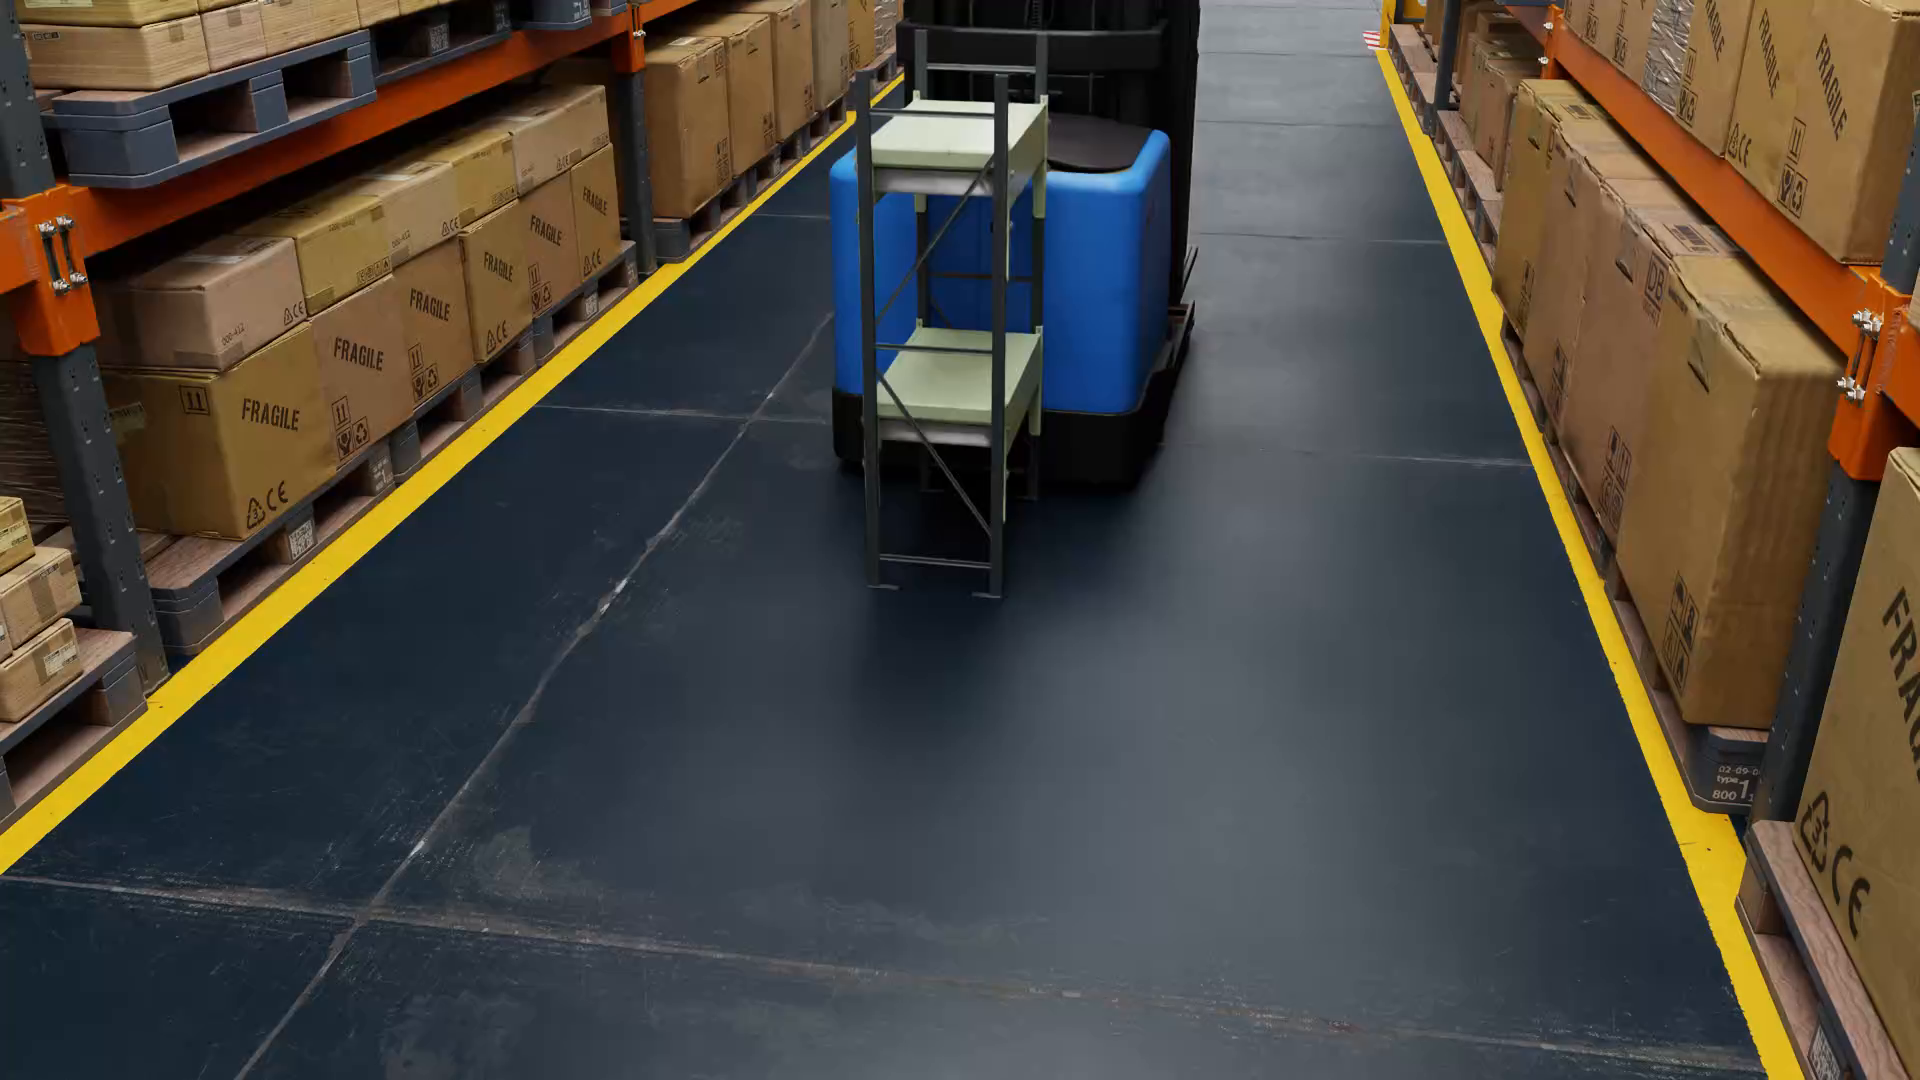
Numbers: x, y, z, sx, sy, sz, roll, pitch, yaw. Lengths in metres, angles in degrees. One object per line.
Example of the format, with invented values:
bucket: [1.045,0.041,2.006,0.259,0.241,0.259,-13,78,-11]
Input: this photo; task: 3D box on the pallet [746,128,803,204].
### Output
pallet: [-1.558,-2.239,9.785,1.003,0.211,1.213,4,25,9]

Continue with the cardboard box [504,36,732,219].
cardboard box: [-1.774,-2.089,8.333,1.050,0.750,0.750,4,25,8]

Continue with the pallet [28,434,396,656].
pallet: [-2.490,-0.059,5.127,1.003,0.211,1.213,4,25,9]

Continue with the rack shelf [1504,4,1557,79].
rack shelf: [3.241,-2.794,8.529,1.077,0.370,4.000,4,25,9]

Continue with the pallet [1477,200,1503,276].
pallet: [3.044,-1.347,7.879,1.003,0.211,1.213,4,25,9]

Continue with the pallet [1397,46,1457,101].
pallet: [3.840,-3.488,12.453,1.003,0.211,1.213,4,25,9]

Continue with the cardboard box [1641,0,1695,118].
cardboard box: [2.321,-1.505,4.808,0.500,0.500,0.500,4,25,9]

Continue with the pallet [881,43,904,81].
pallet: [-0.910,-3.903,13.340,1.003,0.211,1.213,4,25,9]

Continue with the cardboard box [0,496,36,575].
cardboard box: [-2.417,0.002,3.873,0.380,0.149,0.250,5,25,10]

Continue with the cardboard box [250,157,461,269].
cardboard box: [-2.062,-1.120,5.674,0.500,0.250,0.500,5,26,11]

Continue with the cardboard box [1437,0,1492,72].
cardboard box: [3.783,-3.684,12.035,0.500,0.500,0.500,2,25,4]

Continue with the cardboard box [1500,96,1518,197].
cardboard box: [3.082,-1.865,8.125,0.700,0.500,0.500,2,25,4]

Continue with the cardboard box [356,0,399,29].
cardboard box: [-1.930,-1.637,5.011,0.380,0.149,0.250,3,25,6]

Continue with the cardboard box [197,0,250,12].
cardboard box: [-2.058,-1.449,4.257,0.380,0.149,0.250,4,25,7]

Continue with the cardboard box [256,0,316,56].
cardboard box: [-2.014,-1.426,4.559,0.380,0.149,0.250,4,25,9]

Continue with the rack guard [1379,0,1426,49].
rack guard: [4.209,-4.465,14.200,1.175,0.500,0.348,4,25,9]

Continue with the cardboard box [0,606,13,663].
cardboard box: [-2.386,0.238,3.720,0.380,0.149,0.250,3,25,6]

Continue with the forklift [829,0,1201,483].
forklift: [0.383,-2.115,6.312,1.130,2.935,3.031,5,26,11]

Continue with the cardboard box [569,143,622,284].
cardboard box: [-1.812,-1.434,7.228,0.500,0.500,0.500,4,25,8]

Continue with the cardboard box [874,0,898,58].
cardboard box: [-0.993,-4.205,12.707,0.875,0.875,0.875,4,25,9]

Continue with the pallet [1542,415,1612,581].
pallet: [2.509,-0.187,5.400,1.003,0.211,1.213,4,25,9]

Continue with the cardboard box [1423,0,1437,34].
cardboard box: [4.103,-4.427,13.623,0.500,0.500,0.500,9,27,18]

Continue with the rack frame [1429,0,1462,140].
rack frame: [3.568,-3.956,10.164,1.000,3.000,0.127,4,25,9]

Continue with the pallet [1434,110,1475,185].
pallet: [3.442,-2.367,10.059,1.003,0.211,1.213,4,25,9]

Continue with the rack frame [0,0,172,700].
rack frame: [-2.616,-0.996,3.840,1.000,3.000,0.127,4,25,9]

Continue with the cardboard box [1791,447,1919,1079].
cardboard box: [2.074,0.432,2.799,0.875,0.875,0.875,4,25,9]

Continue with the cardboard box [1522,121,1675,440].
cardboard box: [2.628,-0.852,5.542,1.225,0.875,0.875,4,25,9]

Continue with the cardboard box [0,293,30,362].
cardboard box: [-2.744,-0.723,4.825,0.500,0.250,0.500,3,25,7]

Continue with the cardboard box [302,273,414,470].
cardboard box: [-2.149,-0.566,5.375,0.500,0.500,0.500,5,26,11]

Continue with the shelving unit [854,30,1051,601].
shelving unit: [-0.005,-0.675,4.923,0.431,1.500,0.755,5,25,10]

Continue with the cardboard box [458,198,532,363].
cardboard box: [-1.971,-0.995,6.290,0.500,0.500,0.500,3,25,6]

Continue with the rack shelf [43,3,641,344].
rack shelf: [-2.289,-1.507,5.779,1.077,0.370,4.000,4,25,9]

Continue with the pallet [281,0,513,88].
pallet: [-2.246,-1.751,5.680,1.003,0.211,1.213,4,25,9]

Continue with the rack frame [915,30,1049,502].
rack frame: [0.063,-0.827,5.248,0.400,1.500,0.023,5,25,10]

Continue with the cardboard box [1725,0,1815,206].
cardboard box: [2.155,-1.077,3.894,0.500,0.500,0.500,5,26,10]

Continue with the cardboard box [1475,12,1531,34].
cardboard box: [3.673,-3.179,10.956,0.500,0.500,0.500,3,25,7]

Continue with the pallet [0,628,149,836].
pallet: [-2.691,0.550,3.826,1.003,0.211,1.213,4,25,9]

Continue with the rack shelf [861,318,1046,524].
rack shelf: [-0.005,-0.380,5.061,0.431,0.370,0.720,5,25,10]

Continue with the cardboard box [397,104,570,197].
cardboard box: [-1.887,-1.551,6.593,0.500,0.250,0.500,4,25,9]

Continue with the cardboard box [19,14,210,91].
cardboard box: [-2.098,-1.205,4.088,0.380,0.149,0.250,3,25,6]

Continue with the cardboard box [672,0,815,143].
cardboard box: [-1.483,-2.844,9.947,1.050,0.750,0.750,4,25,9]

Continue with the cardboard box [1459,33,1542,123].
cardboard box: [3.447,-2.768,10.055,0.700,0.500,0.500,2,25,4]

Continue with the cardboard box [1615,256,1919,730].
cardboard box: [2.345,-0.107,3.952,1.225,0.875,0.875,4,25,9]

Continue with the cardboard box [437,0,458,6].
cardboard box: [-1.846,-1.857,5.480,0.380,0.149,0.250,3,25,6]

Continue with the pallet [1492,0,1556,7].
pallet: [2.926,-2.502,7.283,1.213,0.211,1.003,4,25,9]

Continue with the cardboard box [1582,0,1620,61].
cardboard box: [2.484,-1.928,5.713,0.500,0.500,0.500,3,25,7]

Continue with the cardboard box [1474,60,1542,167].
cardboard box: [3.259,-2.336,9.131,0.700,0.500,0.500,2,25,4]

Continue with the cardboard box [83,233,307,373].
cardboard box: [-2.235,-0.685,4.743,0.500,0.250,0.500,3,25,6]

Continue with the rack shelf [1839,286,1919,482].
rack shelf: [1.934,0.552,1.381,1.077,0.370,4.000,4,25,9]

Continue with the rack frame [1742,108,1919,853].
rack frame: [2.261,-0.610,3.015,1.000,3.000,0.127,4,25,9]

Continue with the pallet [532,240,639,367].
pallet: [-2.092,-1.079,7.307,1.003,0.211,1.213,4,25,9]
